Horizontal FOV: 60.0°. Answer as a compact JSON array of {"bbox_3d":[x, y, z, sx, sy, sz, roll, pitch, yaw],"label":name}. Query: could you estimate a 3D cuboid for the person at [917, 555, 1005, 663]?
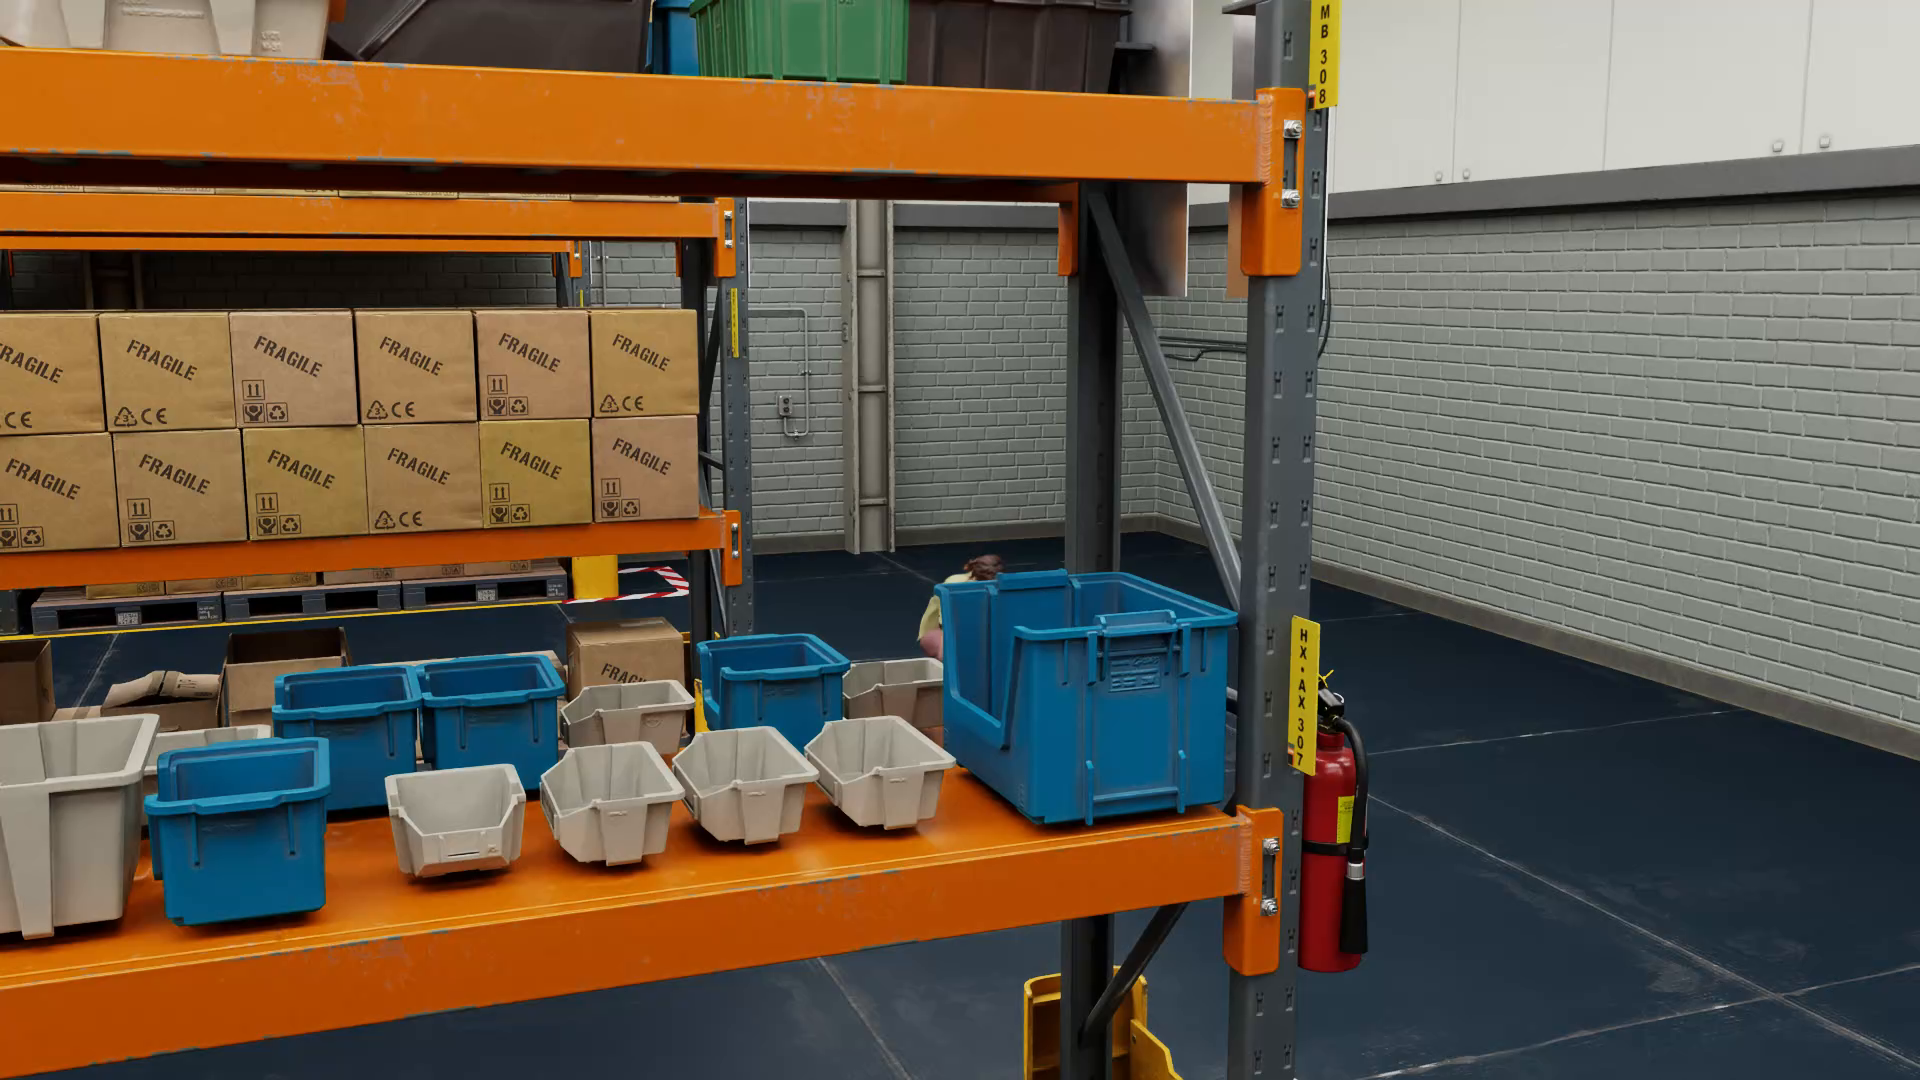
[{"bbox_3d":[0.050,0.519,9.472,0.467,0.940,0.807,-4,10,-22],"label":"person"}]
